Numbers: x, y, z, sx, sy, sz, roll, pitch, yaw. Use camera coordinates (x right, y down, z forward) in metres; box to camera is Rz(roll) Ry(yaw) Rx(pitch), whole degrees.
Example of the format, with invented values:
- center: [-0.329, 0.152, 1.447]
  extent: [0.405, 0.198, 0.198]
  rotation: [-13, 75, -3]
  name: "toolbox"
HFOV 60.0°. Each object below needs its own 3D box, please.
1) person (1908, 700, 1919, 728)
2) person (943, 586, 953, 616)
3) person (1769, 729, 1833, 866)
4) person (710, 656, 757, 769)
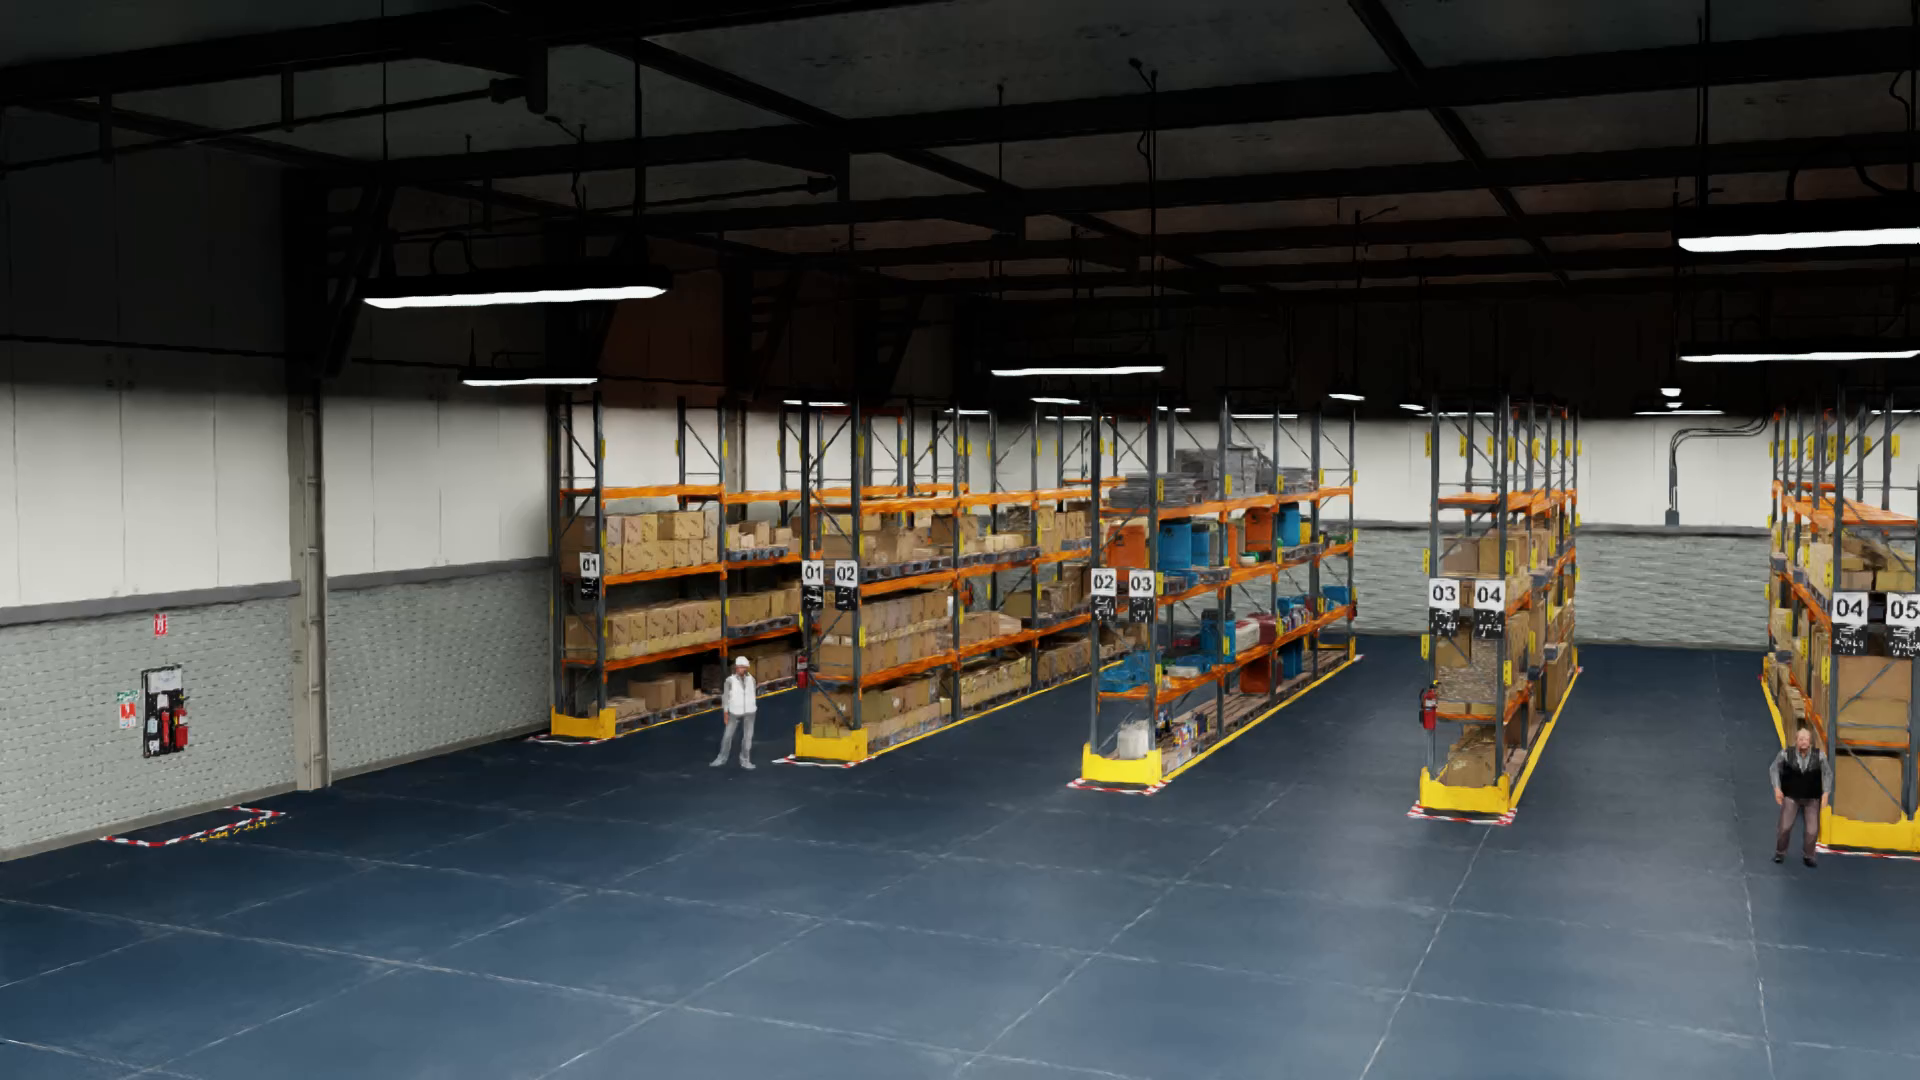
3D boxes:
- center: [17.008, 2.507, 29.753]
  extent: [0.409, 1.677, 0.527]
  rotation: [0, 3, -7]
  name: "person"
- center: [-0.298, 1.958, 39.444]
  extent: [0.604, 1.724, 1.097]
  rotation: [1, 3, 22]
  name: "person"
- center: [10.056, 3.073, 19.898]
  extent: [0.677, 1.674, 0.534]
  rotation: [1, 3, 22]
  name: "person"
- center: [-3.541, 2.686, 26.015]
  extent: [0.720, 1.767, 0.491]
  rotation: [-1, 3, -20]
  name: "person"
